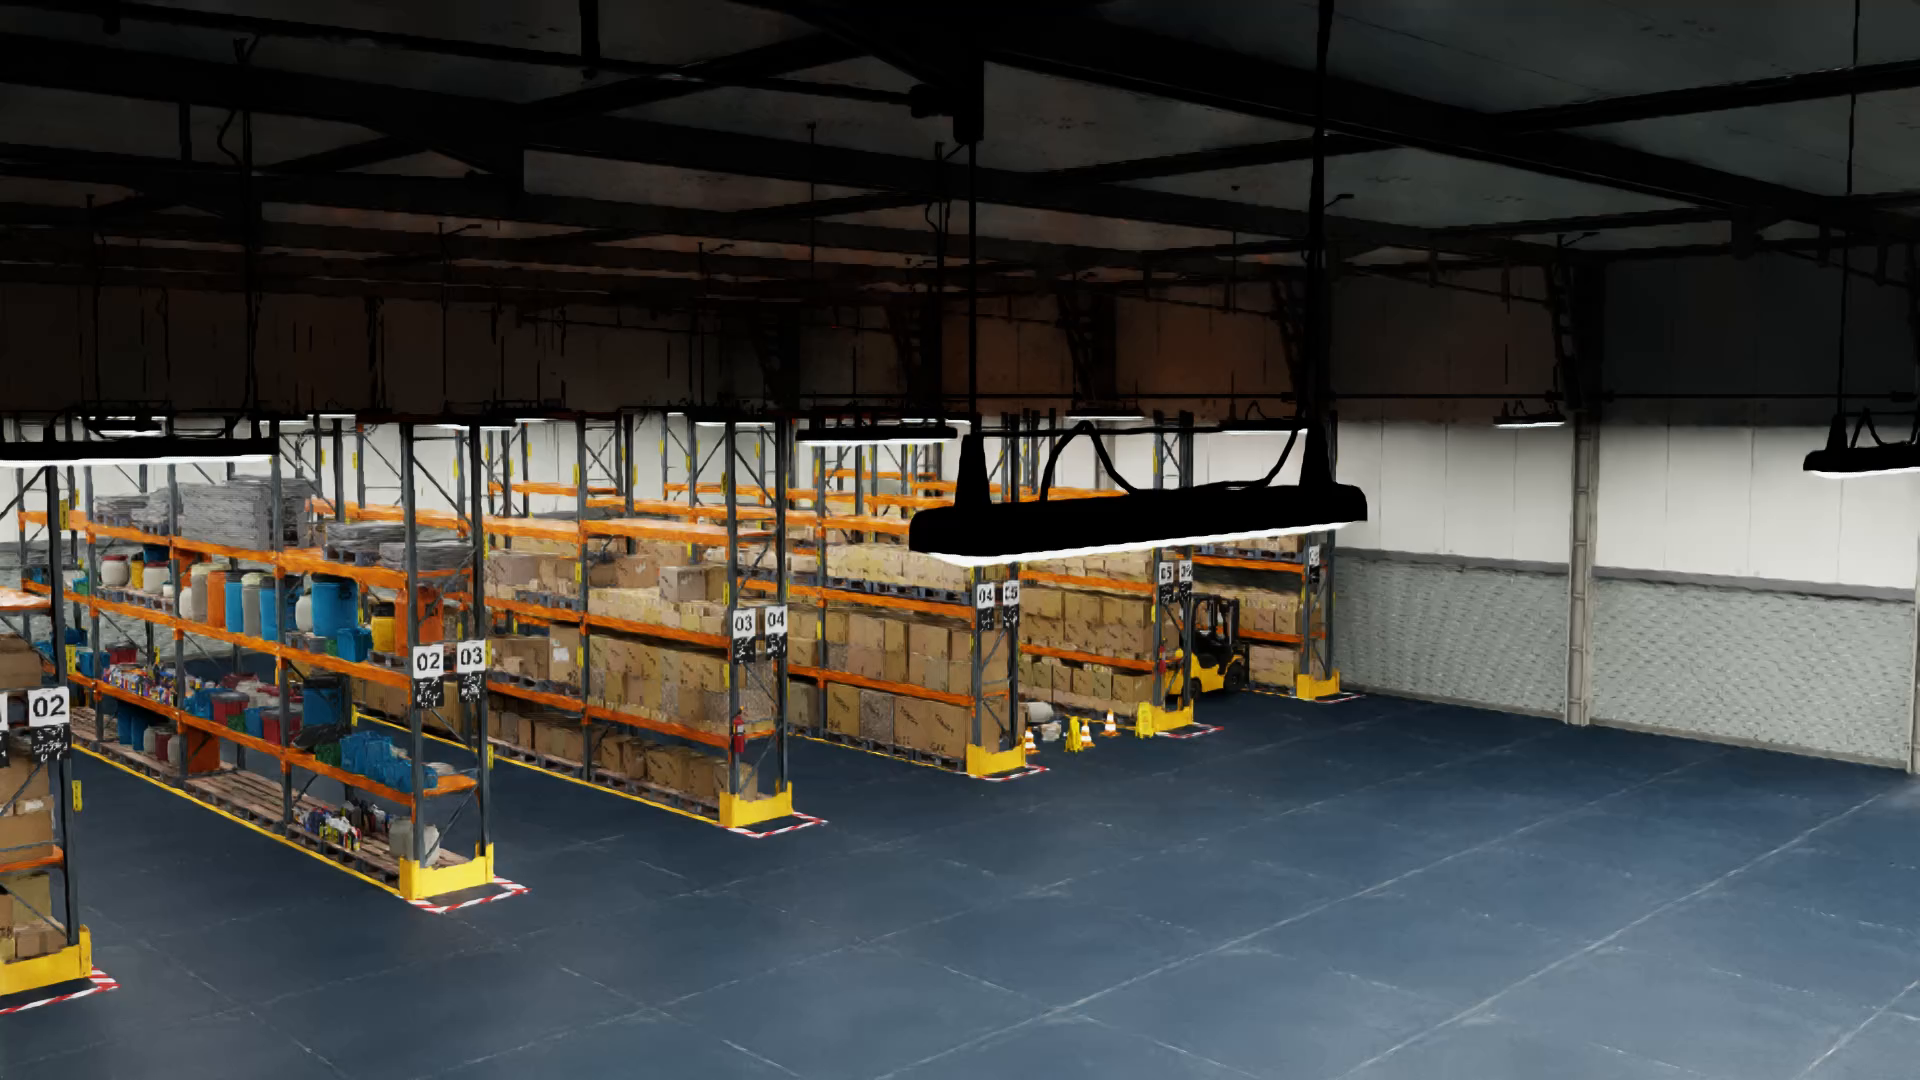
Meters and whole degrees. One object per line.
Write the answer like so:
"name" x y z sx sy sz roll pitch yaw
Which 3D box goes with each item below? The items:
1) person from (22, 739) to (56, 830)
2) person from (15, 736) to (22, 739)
"person" -12.585 3.539 22.528 0.517 1.675 0.413 1 5 16
"person" -14.595 3.306 25.560 0.526 1.735 0.371 2 5 18
